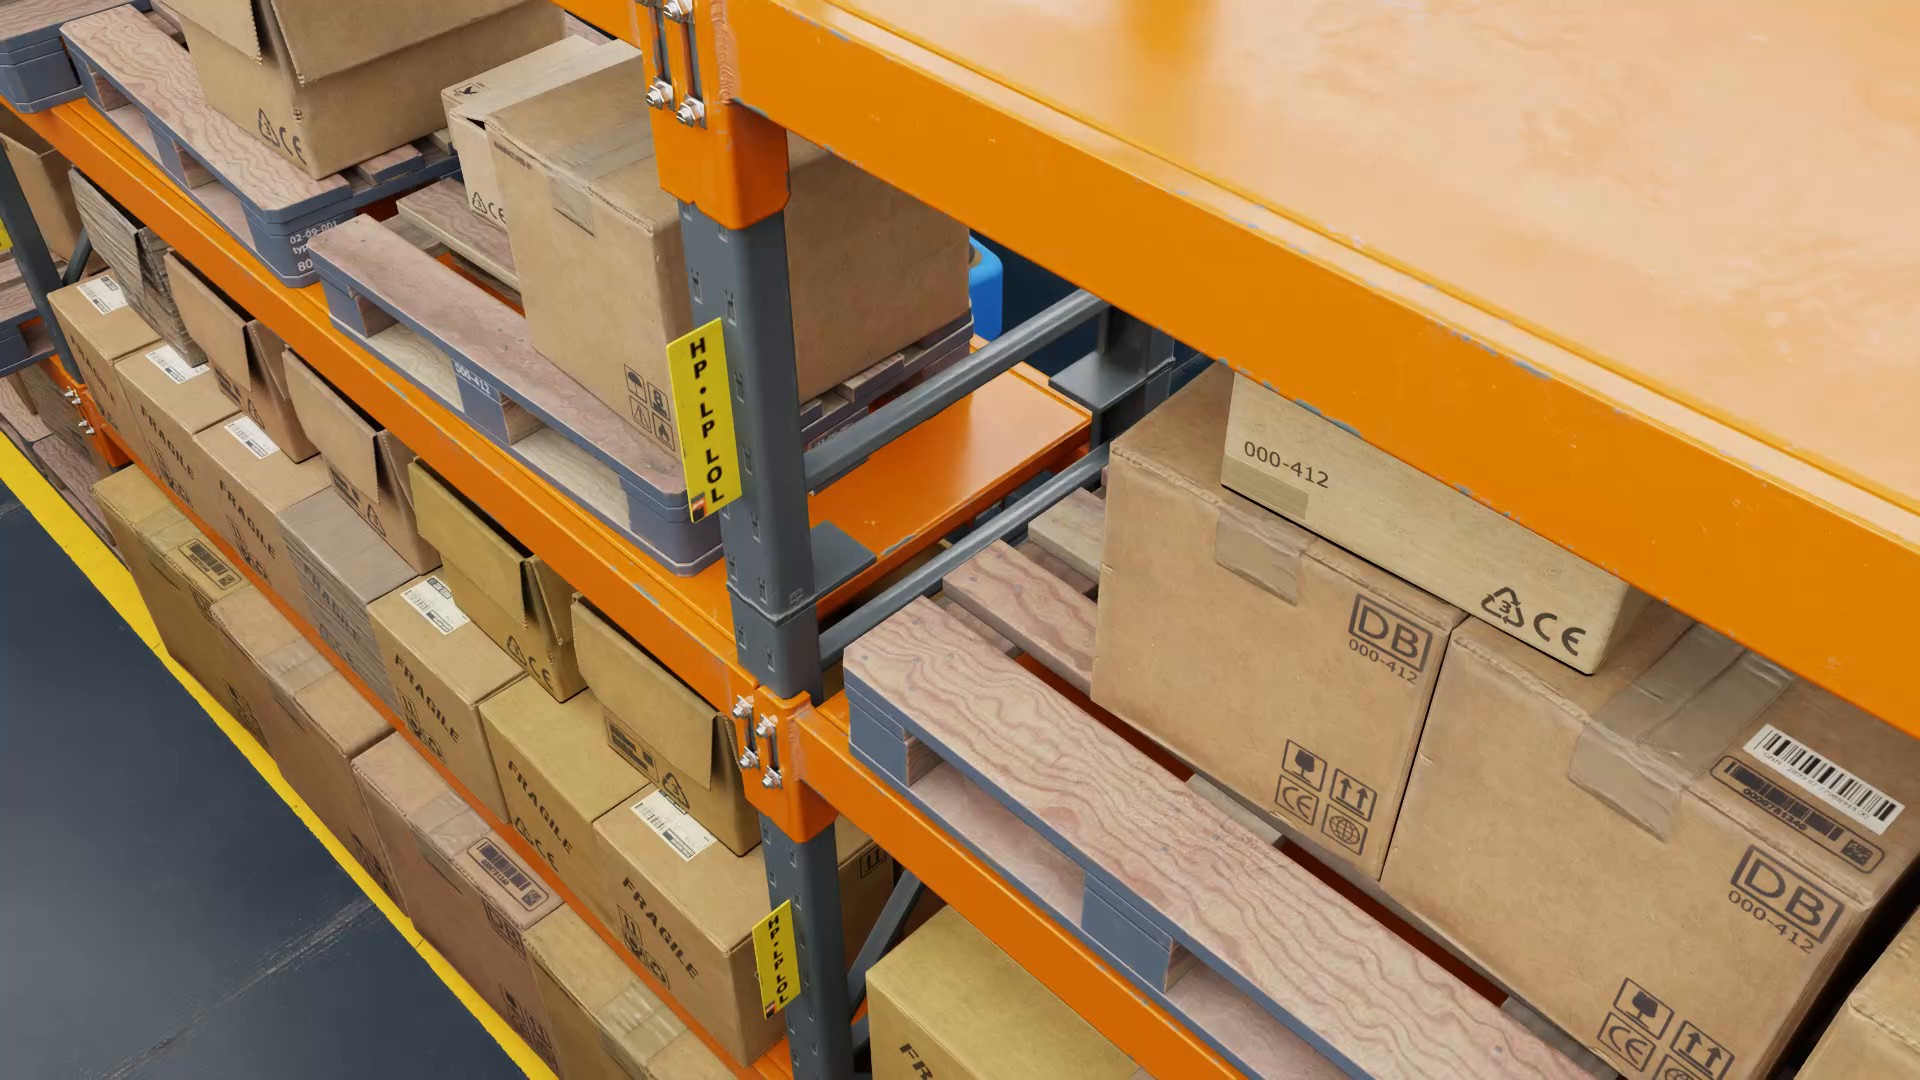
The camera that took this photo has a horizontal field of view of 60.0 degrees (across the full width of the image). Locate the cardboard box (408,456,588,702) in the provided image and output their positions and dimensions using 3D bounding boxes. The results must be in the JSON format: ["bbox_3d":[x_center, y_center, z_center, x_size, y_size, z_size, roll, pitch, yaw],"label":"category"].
[{"bbox_3d":[-0.920,-0.069,4.302,0.797,0.503,0.637,-33,52,-31],"label":"cardboard box"}]

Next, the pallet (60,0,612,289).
[{"bbox_3d":[-1.527,-1.160,4.224,1.003,0.211,1.213,-32,51,-30],"label":"pallet"}]

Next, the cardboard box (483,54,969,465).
[{"bbox_3d":[-0.403,-0.592,3.088,0.700,0.500,0.500,-33,52,-30],"label":"cardboard box"}]

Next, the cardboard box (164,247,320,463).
[{"bbox_3d":[-1.848,-0.680,4.962,0.797,0.503,0.637,-33,52,-30],"label":"cardboard box"}]

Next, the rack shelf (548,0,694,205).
[{"bbox_3d":[-1.399,-1.779,3.370,1.077,0.370,4.000,-34,53,-31],"label":"rack shelf"}]

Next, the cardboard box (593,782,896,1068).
[{"bbox_3d":[-0.510,0.844,4.053,0.500,0.500,0.500,-34,52,-31],"label":"cardboard box"}]

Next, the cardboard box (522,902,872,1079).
[{"bbox_3d":[-0.452,1.302,4.887,1.225,0.875,0.875,-34,52,-31],"label":"cardboard box"}]

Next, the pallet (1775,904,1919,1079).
[{"bbox_3d":[1.441,0.889,1.933,1.003,0.211,1.213,-34,53,-31],"label":"pallet"}]

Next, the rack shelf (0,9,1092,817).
[{"bbox_3d":[-1.399,-0.824,4.252,1.077,0.370,4.000,-34,53,-31],"label":"rack shelf"}]

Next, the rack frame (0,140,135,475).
[{"bbox_3d":[-2.811,-0.948,6.066,1.000,3.000,0.127,-34,53,-31],"label":"rack frame"}]

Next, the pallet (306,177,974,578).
[{"bbox_3d":[-0.669,-0.474,3.484,1.217,0.209,0.805,32,52,30],"label":"pallet"}]

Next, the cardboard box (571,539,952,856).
[{"bbox_3d":[-0.443,0.266,3.939,0.637,0.503,0.797,33,52,30],"label":"cardboard box"}]

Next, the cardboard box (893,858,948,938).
[{"bbox_3d":[-0.134,0.597,4.321,0.500,0.500,0.500,-34,52,-31],"label":"cardboard box"}]

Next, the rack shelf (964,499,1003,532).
[{"bbox_3d":[0.038,-0.148,7.062,0.215,0.259,0.240,-34,53,-31],"label":"rack shelf"}]

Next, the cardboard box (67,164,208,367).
[{"bbox_3d":[-2.306,-0.994,5.303,0.797,0.503,0.637,-32,52,-30],"label":"cardboard box"}]

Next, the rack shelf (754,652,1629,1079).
[{"bbox_3d":[1.426,1.098,2.172,1.077,0.370,4.000,-34,53,-31],"label":"rack shelf"}]

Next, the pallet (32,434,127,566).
[{"bbox_3d":[-3.362,-0.300,7.419,1.003,0.211,1.213,-34,53,-31],"label":"pallet"}]

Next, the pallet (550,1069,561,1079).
[{"bbox_3d":[-0.585,1.664,5.294,1.003,0.211,1.213,-34,53,-31],"label":"pallet"}]

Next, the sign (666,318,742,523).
[{"bbox_3d":[-0.364,-0.168,2.399,0.100,0.325,0.005,-34,53,-31],"label":"sign"}]

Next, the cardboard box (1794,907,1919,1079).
[{"bbox_3d":[1.254,0.572,1.754,0.700,0.500,0.500,-32,51,-30],"label":"cardboard box"}]

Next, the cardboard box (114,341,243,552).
[{"bbox_3d":[-2.295,-0.374,5.371,0.500,0.500,0.500,33,52,30],"label":"cardboard box"}]

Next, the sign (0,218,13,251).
[{"bbox_3d":[-3.189,-1.079,5.413,0.100,0.325,0.005,-34,53,-31],"label":"sign"}]

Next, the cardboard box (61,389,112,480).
[{"bbox_3d":[-3.298,-0.504,7.103,0.500,0.500,0.700,31,51,29],"label":"cardboard box"}]

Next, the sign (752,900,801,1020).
[{"bbox_3d":[-0.364,0.843,3.333,0.100,0.325,0.005,-34,53,-31],"label":"sign"}]

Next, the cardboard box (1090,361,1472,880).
[{"bbox_3d":[0.609,-0.008,2.381,0.500,0.500,0.700,31,51,29],"label":"cardboard box"}]

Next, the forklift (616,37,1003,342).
[{"bbox_3d":[-1.069,-2.076,7.337,1.130,2.935,3.031,-26,49,-25],"label":"forklift"}]

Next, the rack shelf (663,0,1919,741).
[{"bbox_3d":[1.426,0.143,1.290,1.077,0.370,4.000,-34,53,-31],"label":"rack shelf"}]

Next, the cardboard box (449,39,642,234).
[{"bbox_3d":[-0.697,-0.819,3.473,0.500,0.311,0.500,32,52,30],"label":"cardboard box"}]

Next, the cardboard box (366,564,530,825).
[{"bbox_3d":[-1.228,0.355,4.582,0.500,0.500,0.500,34,52,31],"label":"cardboard box"}]

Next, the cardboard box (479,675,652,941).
[{"bbox_3d":[-0.855,0.602,4.314,0.500,0.500,0.500,-32,52,-30],"label":"cardboard box"}]

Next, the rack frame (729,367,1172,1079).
[{"bbox_3d":[0.014,0.974,3.986,1.000,3.000,0.127,-34,53,-31],"label":"rack frame"}]

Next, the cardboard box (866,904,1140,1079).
[{"bbox_3d":[0.171,0.997,3.299,0.500,0.500,0.500,-34,53,-31],"label":"cardboard box"}]

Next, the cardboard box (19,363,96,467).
[{"bbox_3d":[-3.699,-0.764,7.385,0.500,0.500,0.700,30,50,28],"label":"cardboard box"}]

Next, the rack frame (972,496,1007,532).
[{"bbox_3d":[0.124,-0.301,6.802,0.200,1.050,0.008,-34,53,-31],"label":"rack frame"}]

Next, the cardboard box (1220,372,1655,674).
[{"bbox_3d":[0.673,-0.176,2.010,0.500,0.250,0.500,31,51,29],"label":"cardboard box"}]

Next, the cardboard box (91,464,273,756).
[{"bbox_3d":[-2.339,0.020,6.275,0.875,0.875,1.225,32,51,30],"label":"cardboard box"}]

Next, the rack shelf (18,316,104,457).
[{"bbox_3d":[-4.224,-1.645,7.350,1.077,0.370,4.000,-34,53,-31],"label":"rack shelf"}]

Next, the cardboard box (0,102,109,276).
[{"bbox_3d":[-3.221,-1.379,6.149,0.500,0.500,0.500,28,50,27],"label":"cardboard box"}]

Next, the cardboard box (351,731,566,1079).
[{"bbox_3d":[-1.084,0.873,5.351,0.875,0.875,1.225,32,52,30],"label":"cardboard box"}]

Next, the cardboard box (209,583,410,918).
[{"bbox_3d":[-1.714,0.452,5.807,1.225,0.875,0.875,-34,52,-31],"label":"cardboard box"}]

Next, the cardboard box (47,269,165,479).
[{"bbox_3d":[-2.661,-0.621,5.638,0.500,0.500,0.500,-33,52,-30],"label":"cardboard box"}]

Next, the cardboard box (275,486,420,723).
[{"bbox_3d":[-1.579,0.112,4.845,0.500,0.500,0.500,-34,52,-31],"label":"cardboard box"}]

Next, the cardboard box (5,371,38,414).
[{"bbox_3d":[-4.104,-1.033,7.676,0.700,0.500,0.500,-30,50,-28],"label":"cardboard box"}]

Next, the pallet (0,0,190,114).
[{"bbox_3d":[-2.319,-1.696,4.804,1.213,0.211,1.003,-32,51,-30],"label":"pallet"}]

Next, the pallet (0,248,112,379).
[{"bbox_3d":[-3.390,-1.169,6.446,1.213,0.211,1.003,-34,53,-31],"label":"pallet"}]

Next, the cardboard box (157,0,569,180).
[{"bbox_3d":[-1.353,-1.270,3.819,0.637,0.503,0.797,34,52,31],"label":"cardboard box"}]

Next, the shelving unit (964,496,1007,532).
[{"bbox_3d":[0.038,-0.360,6.866,0.215,1.050,0.252,-34,53,-31],"label":"shelving unit"}]

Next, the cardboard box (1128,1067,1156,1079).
[{"bbox_3d":[0.513,1.238,3.039,0.500,0.500,0.500,-34,53,-31],"label":"cardboard box"}]

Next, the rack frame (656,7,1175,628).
[{"bbox_3d":[0.014,-1.229,1.950,1.000,3.000,0.127,-34,53,-31],"label":"rack frame"}]

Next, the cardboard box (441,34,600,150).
[{"bbox_3d":[-0.932,-0.977,3.762,0.250,0.149,0.380,32,52,30],"label":"cardboard box"}]

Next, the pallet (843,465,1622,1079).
[{"bbox_3d":[0.584,0.303,2.567,1.003,0.211,1.213,-34,53,-31],"label":"pallet"}]

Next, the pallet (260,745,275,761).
[{"bbox_3d":[-2.308,0.491,6.563,1.003,0.211,1.213,-34,53,-31],"label":"pallet"}]

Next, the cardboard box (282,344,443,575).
[{"bbox_3d":[-1.370,-0.360,4.617,0.797,0.503,0.637,-32,52,-30],"label":"cardboard box"}]

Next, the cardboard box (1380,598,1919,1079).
[{"bbox_3d":[0.986,0.253,2.099,0.700,0.500,0.500,-31,51,-29],"label":"cardboard box"}]

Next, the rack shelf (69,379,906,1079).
[{"bbox_3d":[-1.399,0.277,5.270,1.077,0.370,4.000,-34,53,-31],"label":"rack shelf"}]

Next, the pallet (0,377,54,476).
[{"bbox_3d":[-4.219,-0.886,8.053,1.003,0.211,1.213,-34,53,-31],"label":"pallet"}]

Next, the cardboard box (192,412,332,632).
[{"bbox_3d":[-1.930,-0.129,5.106,0.500,0.500,0.500,33,52,31],"label":"cardboard box"}]
